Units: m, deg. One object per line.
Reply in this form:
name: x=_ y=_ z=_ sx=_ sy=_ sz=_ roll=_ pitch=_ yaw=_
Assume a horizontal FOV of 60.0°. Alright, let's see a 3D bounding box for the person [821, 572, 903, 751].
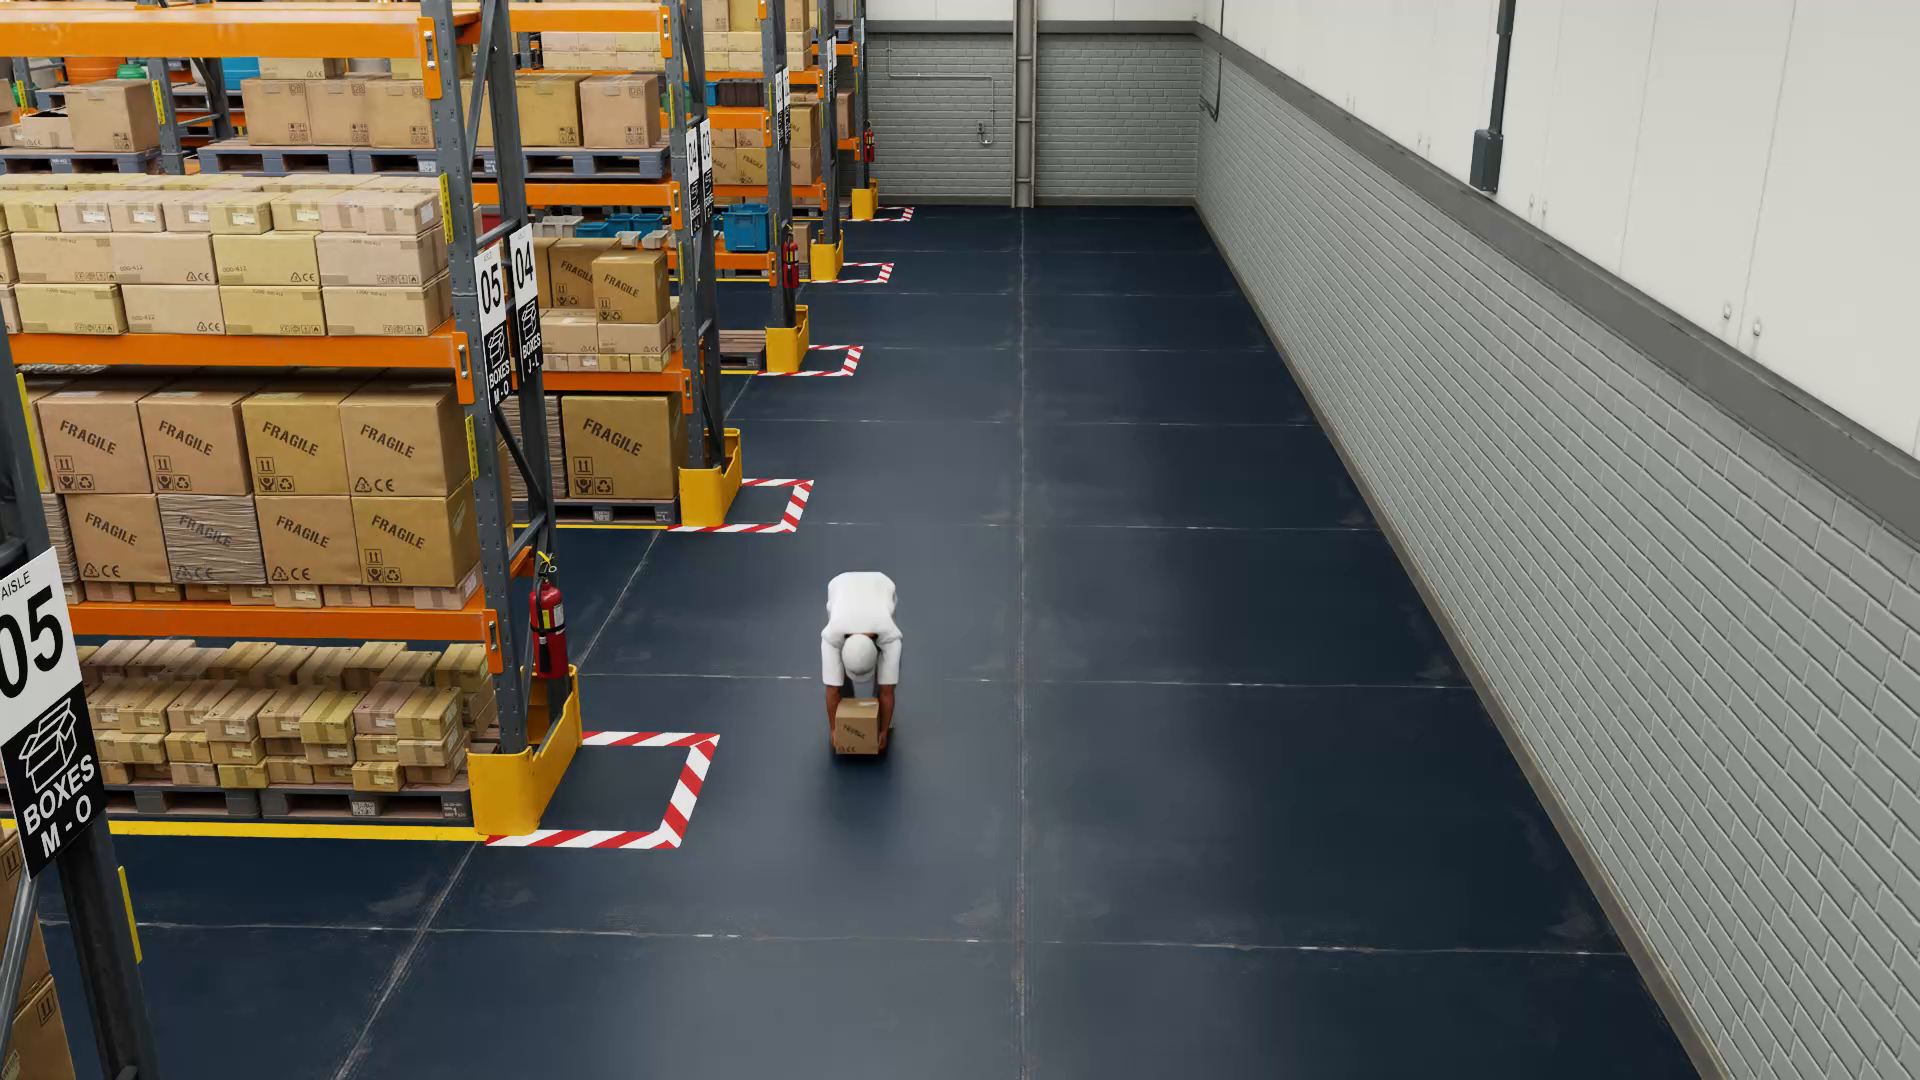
person: x=-0.594 y=0.746 z=10.176 sx=0.499 sy=0.980 sz=0.974 roll=0 pitch=21 yaw=-1
